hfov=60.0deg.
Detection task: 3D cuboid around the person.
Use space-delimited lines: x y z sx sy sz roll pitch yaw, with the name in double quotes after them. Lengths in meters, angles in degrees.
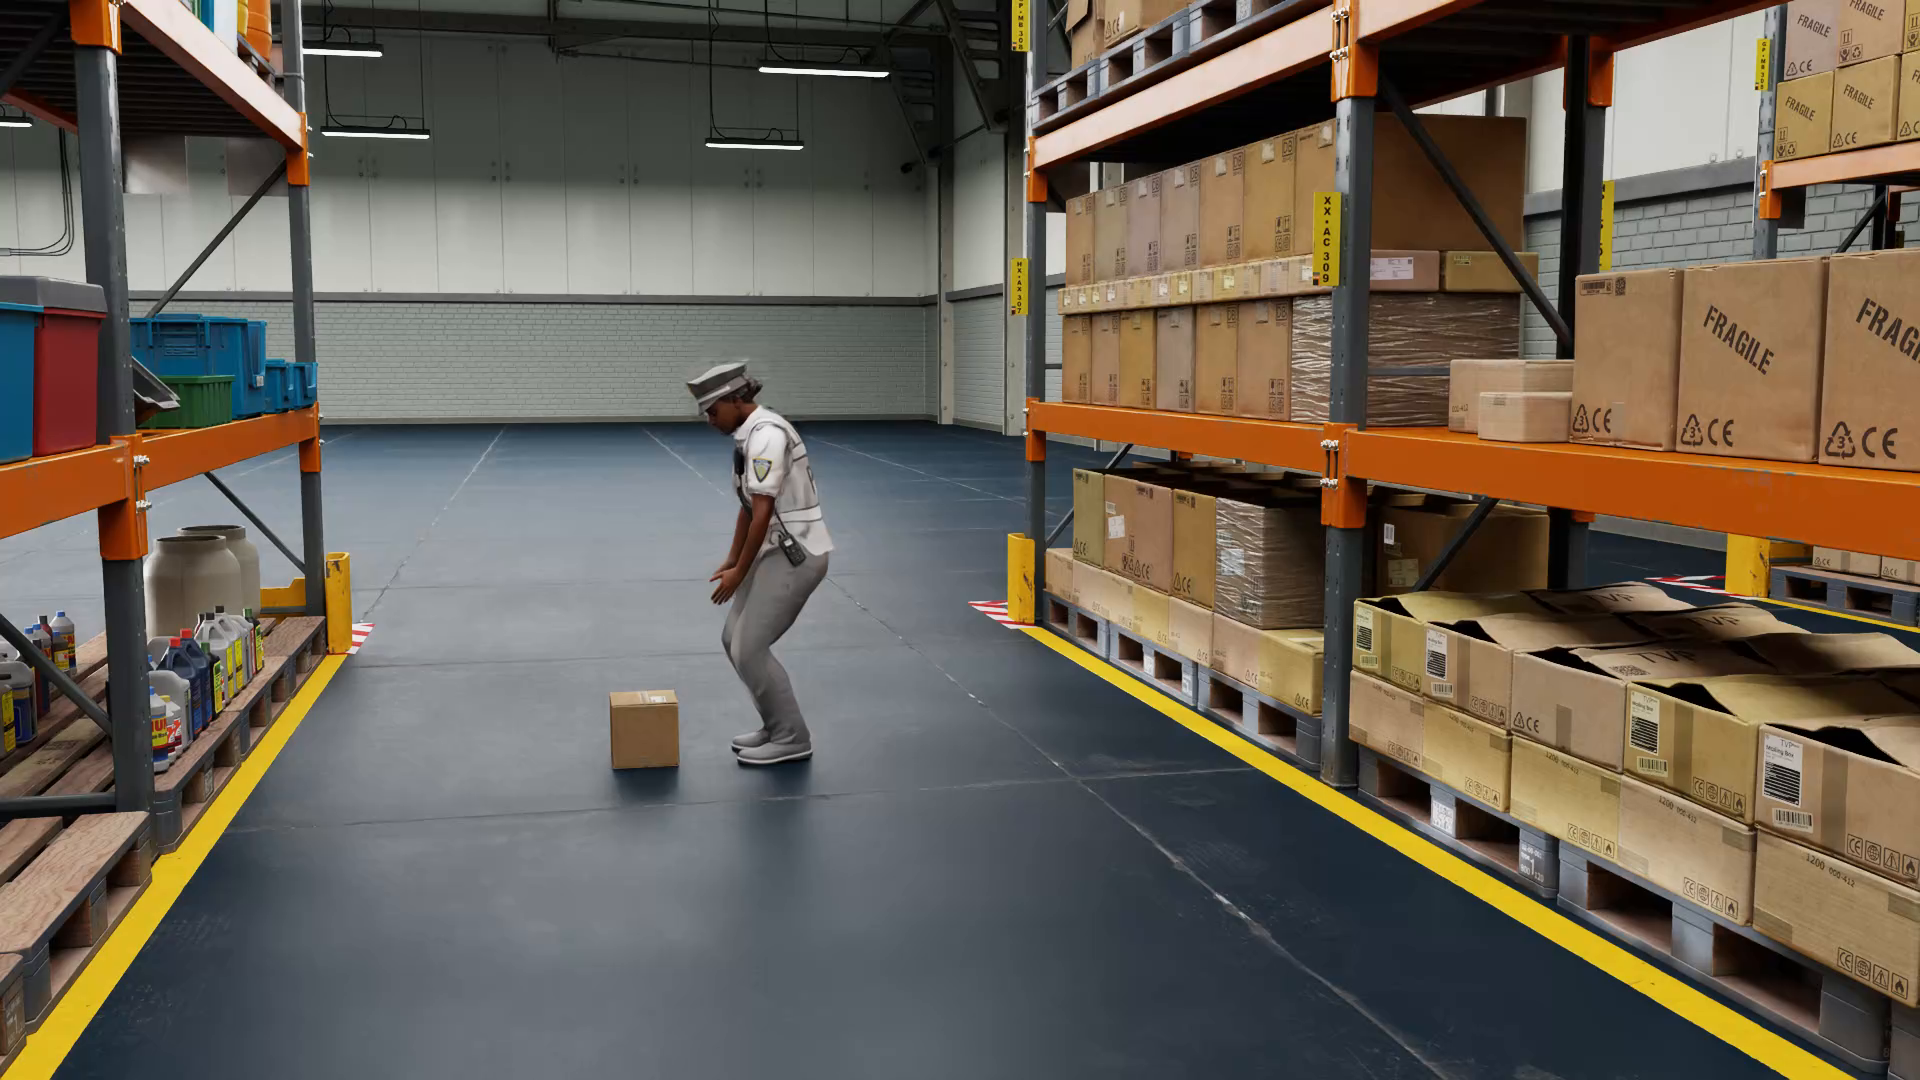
-0.771 0.090 6.456 0.562 1.546 0.480 -1 6 -13 "person"
